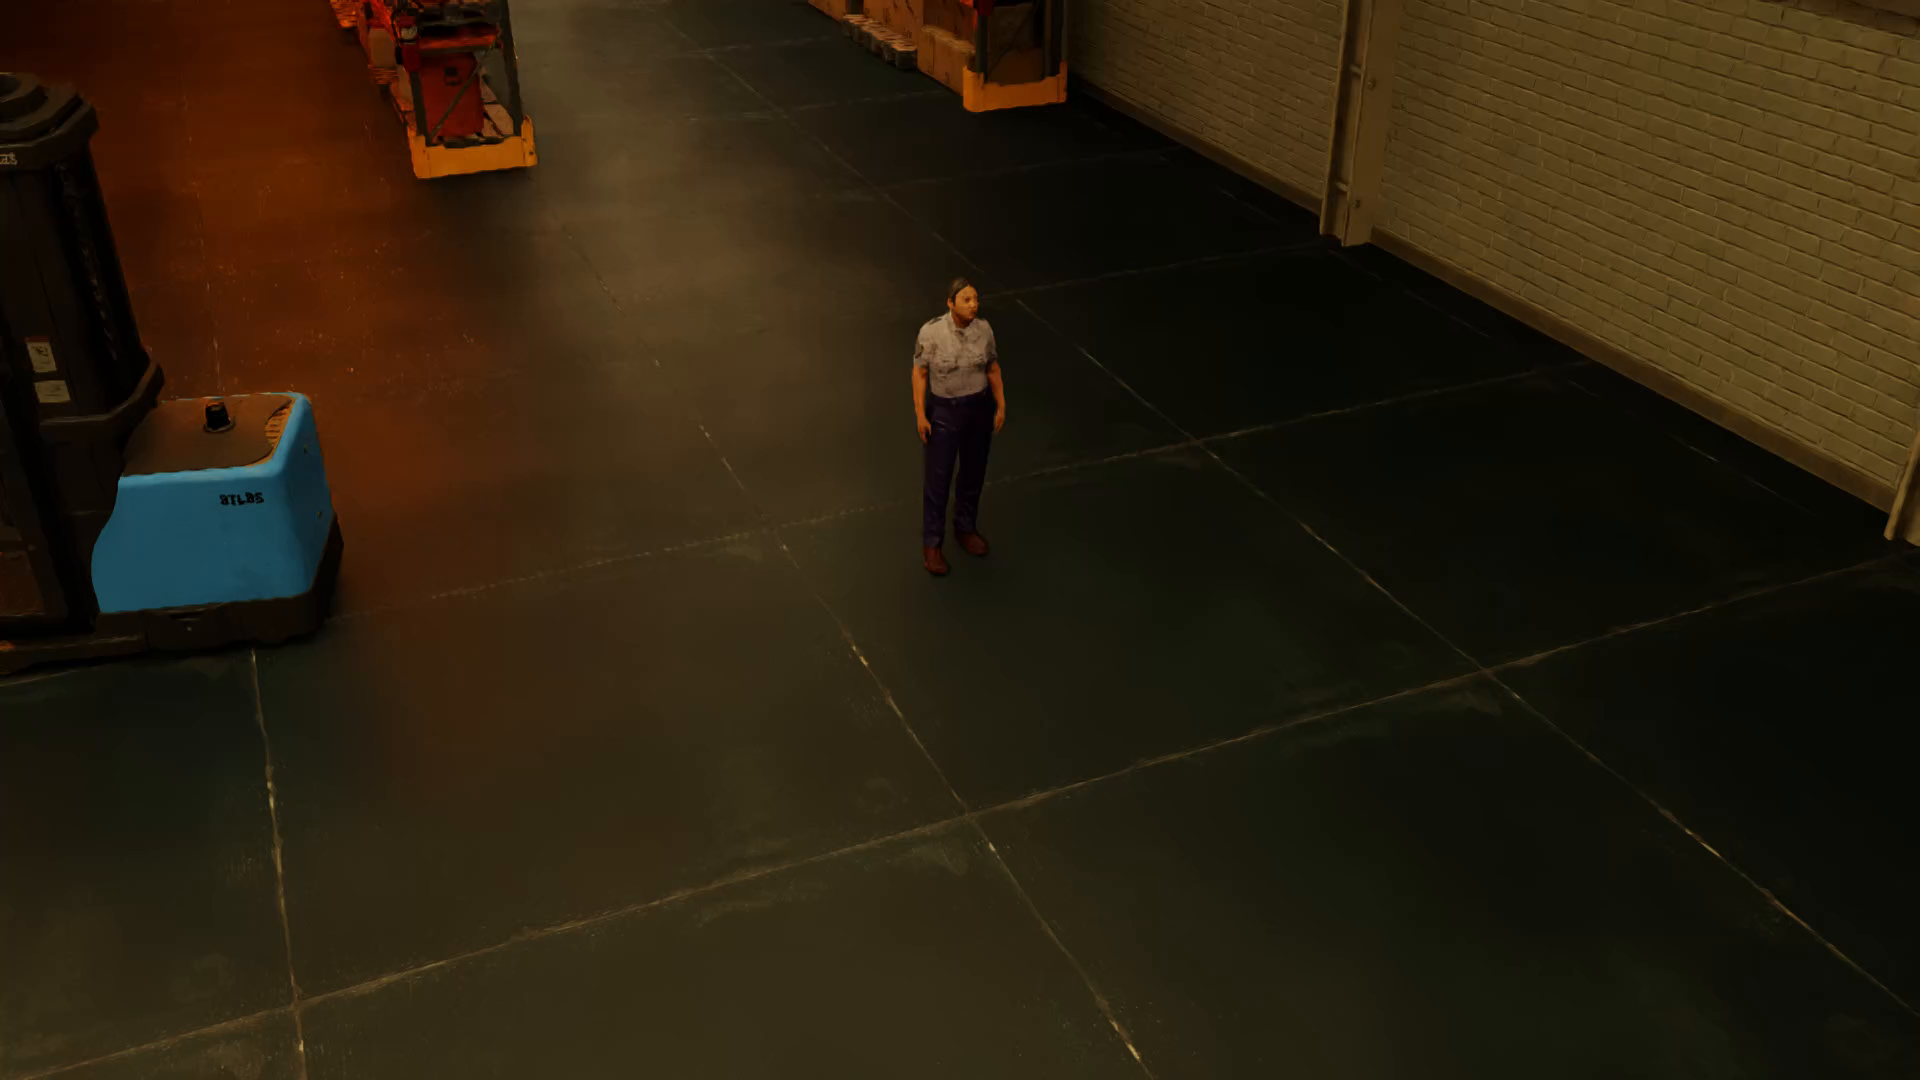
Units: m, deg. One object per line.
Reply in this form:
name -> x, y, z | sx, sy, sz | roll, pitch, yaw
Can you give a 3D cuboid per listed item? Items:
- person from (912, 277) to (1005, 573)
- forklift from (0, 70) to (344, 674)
person -> 0.015, -0.672, 9.583 | 0.599, 1.640, 0.502 | -12, 32, -20
forklift -> -5.068, -0.827, 8.566 | 3.031, 2.935, 1.130 | -5, 30, -9
